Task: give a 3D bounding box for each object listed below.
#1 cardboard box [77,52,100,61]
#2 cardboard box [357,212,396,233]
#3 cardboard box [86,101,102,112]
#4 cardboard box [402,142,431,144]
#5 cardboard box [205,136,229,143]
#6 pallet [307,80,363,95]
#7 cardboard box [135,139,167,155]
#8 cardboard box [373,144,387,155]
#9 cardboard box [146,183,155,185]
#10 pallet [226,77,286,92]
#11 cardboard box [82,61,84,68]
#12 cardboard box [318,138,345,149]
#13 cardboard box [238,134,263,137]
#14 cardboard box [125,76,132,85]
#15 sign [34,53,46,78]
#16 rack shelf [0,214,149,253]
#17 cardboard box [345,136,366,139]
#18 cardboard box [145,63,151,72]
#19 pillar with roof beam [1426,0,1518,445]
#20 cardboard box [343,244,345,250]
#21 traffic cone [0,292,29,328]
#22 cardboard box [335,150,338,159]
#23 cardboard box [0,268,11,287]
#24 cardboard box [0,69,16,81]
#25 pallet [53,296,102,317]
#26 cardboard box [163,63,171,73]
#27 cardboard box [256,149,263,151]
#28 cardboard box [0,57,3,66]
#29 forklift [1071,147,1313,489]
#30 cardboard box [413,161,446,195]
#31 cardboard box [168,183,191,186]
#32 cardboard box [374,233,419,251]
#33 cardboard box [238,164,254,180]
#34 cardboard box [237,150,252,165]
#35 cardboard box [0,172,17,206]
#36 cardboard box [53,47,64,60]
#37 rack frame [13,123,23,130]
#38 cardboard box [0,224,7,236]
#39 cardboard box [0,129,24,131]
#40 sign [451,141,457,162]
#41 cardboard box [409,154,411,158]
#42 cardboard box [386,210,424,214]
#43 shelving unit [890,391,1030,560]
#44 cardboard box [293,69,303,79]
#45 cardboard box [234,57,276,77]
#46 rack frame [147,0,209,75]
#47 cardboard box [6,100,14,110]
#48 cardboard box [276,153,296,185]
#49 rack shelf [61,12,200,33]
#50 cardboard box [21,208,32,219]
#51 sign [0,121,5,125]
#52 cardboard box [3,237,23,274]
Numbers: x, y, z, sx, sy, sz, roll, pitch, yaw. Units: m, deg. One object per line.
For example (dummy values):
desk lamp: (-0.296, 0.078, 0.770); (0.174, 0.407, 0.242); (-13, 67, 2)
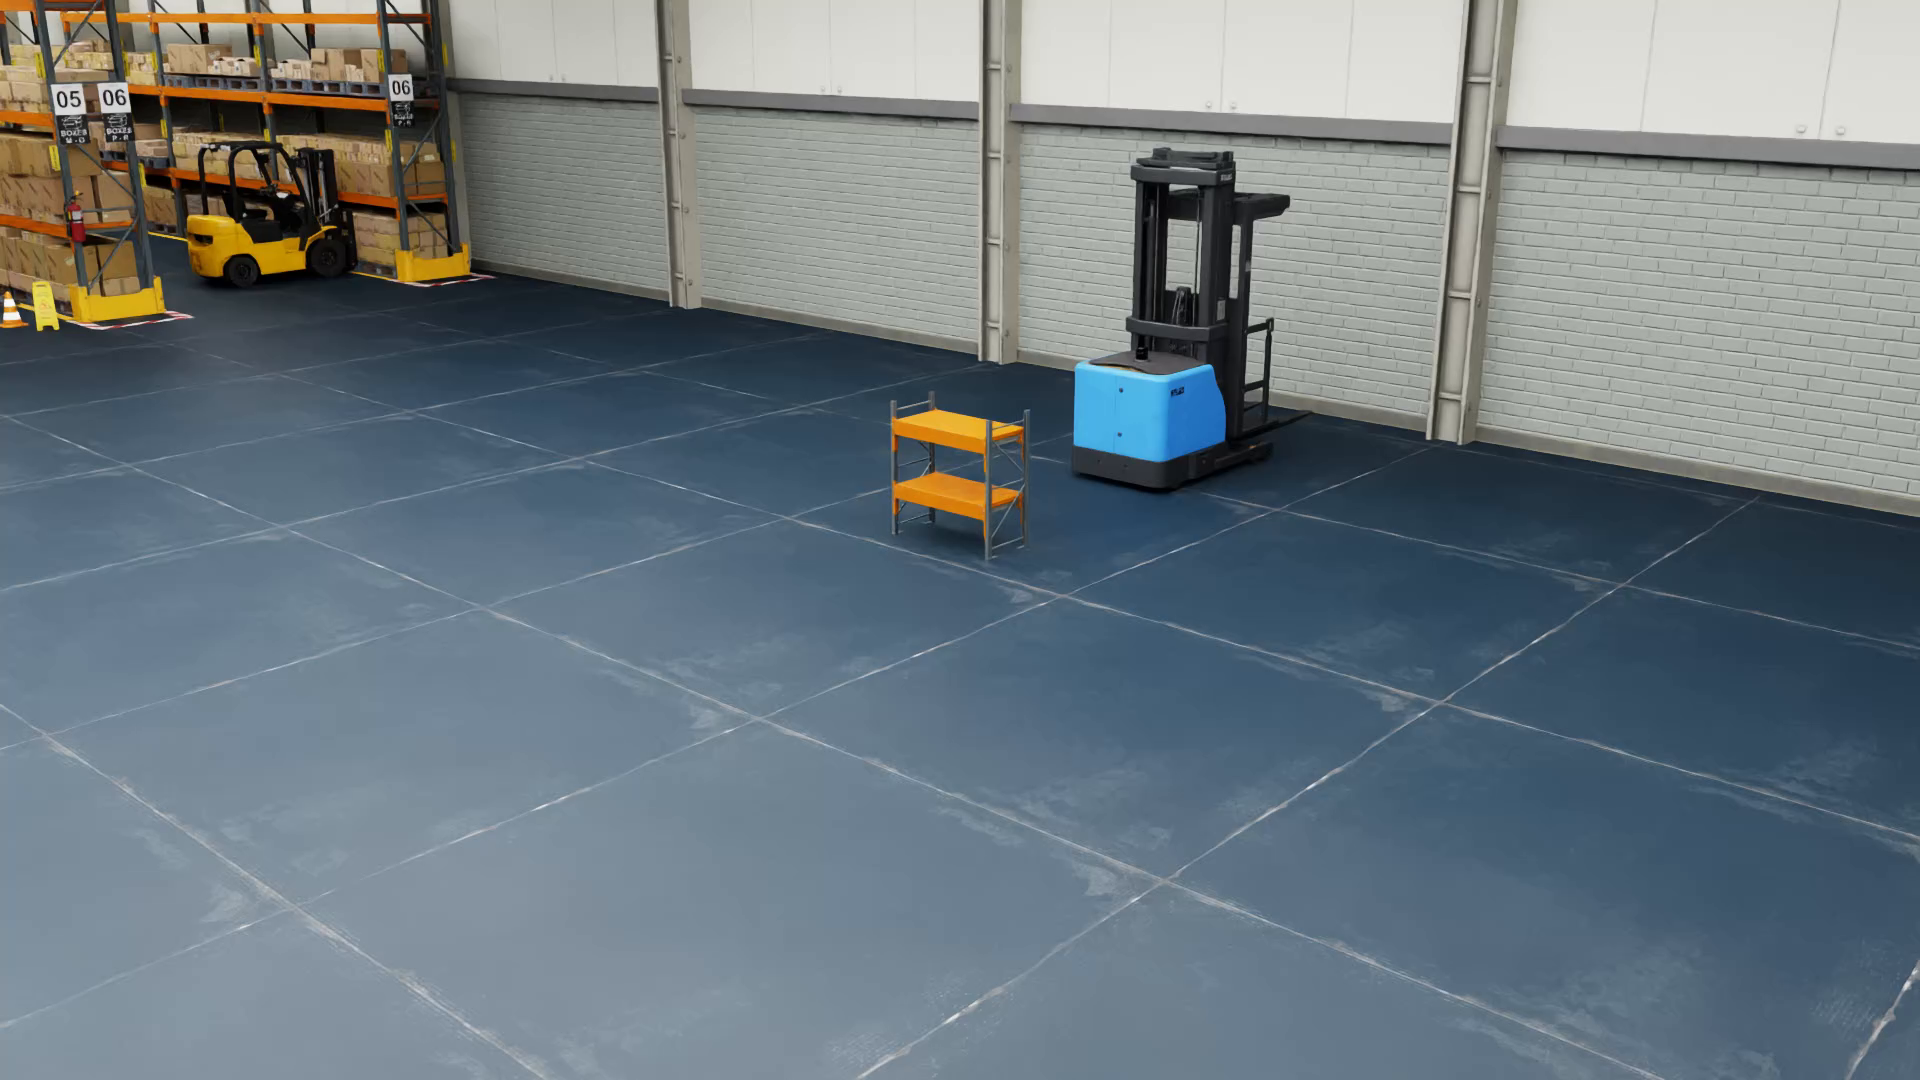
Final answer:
cardboard box: (-17.216, -9.568, 32.907); (0.250, 0.149, 0.380); (14, 23, 38)
cardboard box: (-9.518, -5.205, 27.254); (0.500, 0.250, 0.500); (16, 23, 40)
cardboard box: (-11.905, -6.042, 23.149); (0.250, 0.149, 0.380); (15, 23, 39)
cardboard box: (-8.848, -6.398, 27.084); (0.250, 0.149, 0.380); (16, 24, 41)
cardboard box: (-13.549, -7.292, 30.392); (0.250, 0.149, 0.380); (16, 23, 40)
pallet: (-10.009, -7.497, 27.462); (1.213, 0.211, 1.003); (15, 23, 39)
cardboard box: (-15.568, -7.590, 32.122); (0.500, 0.250, 0.500); (14, 22, 37)
cardboard box: (-9.194, -6.282, 26.717); (0.250, 0.149, 0.380); (15, 23, 39)
cardboard box: (-16.225, -7.016, 33.125); (0.250, 0.149, 0.380); (15, 23, 39)
pallet: (-12.241, -8.032, 29.319); (1.217, 0.209, 0.805); (14, 22, 37)
cardboard box: (-17.172, -9.445, 33.011); (0.250, 0.149, 0.380); (15, 23, 40)
cardboard box: (-10.515, -6.646, 27.865); (0.250, 0.149, 0.380); (15, 23, 39)
cardboard box: (-13.148, -7.432, 30.833); (0.250, 0.149, 0.380); (15, 23, 38)
cardboard box: (-15.860, -8.930, 32.080); (0.500, 0.250, 0.500); (15, 23, 39)
sign: (-12.256, -6.323, 22.153); (0.005, 0.325, 0.100); (15, 23, 39)
rack shelf: (-13.369, -4.651, 24.498); (4.000, 0.370, 1.077); (15, 23, 39)
cardboard box: (-10.197, -6.758, 28.217); (0.250, 0.149, 0.380); (15, 23, 39)
cardboard box: (-15.170, -8.944, 31.465); (0.250, 0.149, 0.380); (14, 23, 38)
pillar with roof beam: (2.102, -4.331, 12.383); (0.400, 9.000, 9.100); (15, 23, 39)
cardboard box: (-10.279, -4.932, 28.046); (0.500, 0.250, 0.500); (16, 24, 41)
traffic cone: (-13.051, -3.178, 22.860); (0.334, 0.463, 0.336); (15, 23, 39)
cardboard box: (-10.129, -6.402, 27.587); (0.250, 0.149, 0.380); (15, 23, 39)
cardboard box: (-14.196, -4.001, 25.111); (0.500, 0.250, 0.500); (17, 24, 42)
cardboard box: (-13.491, -6.584, 23.537); (0.250, 0.149, 0.380); (16, 23, 41)
pallet: (-12.514, -3.450, 24.133); (1.213, 0.211, 1.003); (15, 23, 39)
cardboard box: (-14.505, -8.750, 30.792); (0.250, 0.166, 0.380); (15, 23, 39)
cardboard box: (-12.181, -6.942, 29.290); (0.250, 0.149, 0.380); (15, 23, 38)
cardboard box: (-20.398, -10.278, 35.836); (0.500, 0.250, 0.500); (15, 23, 39)
forklift: (2.380, -2.226, 15.782); (1.130, 2.935, 3.031); (15, 23, 39)
cardboard box: (-8.767, -5.926, 27.161); (0.500, 0.500, 0.500); (16, 24, 41)
cardboard box: (-15.537, -7.024, 33.151); (0.250, 0.149, 0.380); (14, 23, 38)
cardboard box: (-9.153, -4.871, 27.026); (0.500, 0.250, 0.500); (15, 23, 39)
cardboard box: (-12.503, -6.590, 29.664); (0.500, 0.250, 0.500); (15, 23, 39)
cardboard box: (-12.499, -6.829, 29.591); (0.500, 0.250, 0.500); (14, 23, 38)
cardboard box: (-13.572, -5.137, 24.184); (0.500, 0.500, 0.500); (15, 23, 40)
cardboard box: (-18.094, -9.911, 33.853); (0.500, 0.250, 0.500); (15, 23, 39)
rack frame: (-14.865, -5.396, 25.654); (0.127, 3.000, 1.000); (15, 23, 39)
cardboard box: (-14.163, -4.631, 24.784); (0.250, 0.149, 0.380); (16, 24, 41)
cardboard box: (-14.312, -5.817, 24.671); (0.500, 0.500, 0.700); (15, 23, 40)
sign: (-8.208, -6.291, 26.914); (0.005, 0.325, 0.100); (15, 23, 39)
cardboard box: (-8.889, -6.235, 27.062); (0.250, 0.149, 0.380); (15, 23, 39)
cardboard box: (-9.191, -5.321, 27.618); (0.500, 0.250, 0.500); (15, 23, 39)
shelving unit: (-0.005, -0.538, 13.446); (1.048, 1.125, 0.538); (15, 23, 39)
cardboard box: (-10.864, -7.764, 27.714); (0.250, 0.149, 0.380); (16, 24, 41)
cardboard box: (-12.276, -8.245, 28.961); (0.500, 0.311, 0.500); (14, 22, 38)
rack frame: (-14.564, -10.182, 30.818); (0.127, 3.000, 1.000); (15, 23, 39)
cardboard box: (-13.265, -6.174, 23.564); (0.250, 0.149, 0.380); (14, 22, 38)
cardboard box: (-11.414, -6.419, 28.713); (0.500, 0.500, 0.500); (14, 22, 38)
rack shelf: (-16.060, -10.050, 32.253); (4.000, 0.370, 1.077); (15, 23, 39)
cardboard box: (-13.298, -4.740, 24.005); (0.250, 0.149, 0.380); (15, 23, 39)
sign: (-20.908, -9.219, 36.269); (0.005, 0.325, 0.100); (15, 23, 39)
cardboard box: (-13.808, -4.254, 24.668); (0.500, 0.500, 0.500); (17, 24, 42)
